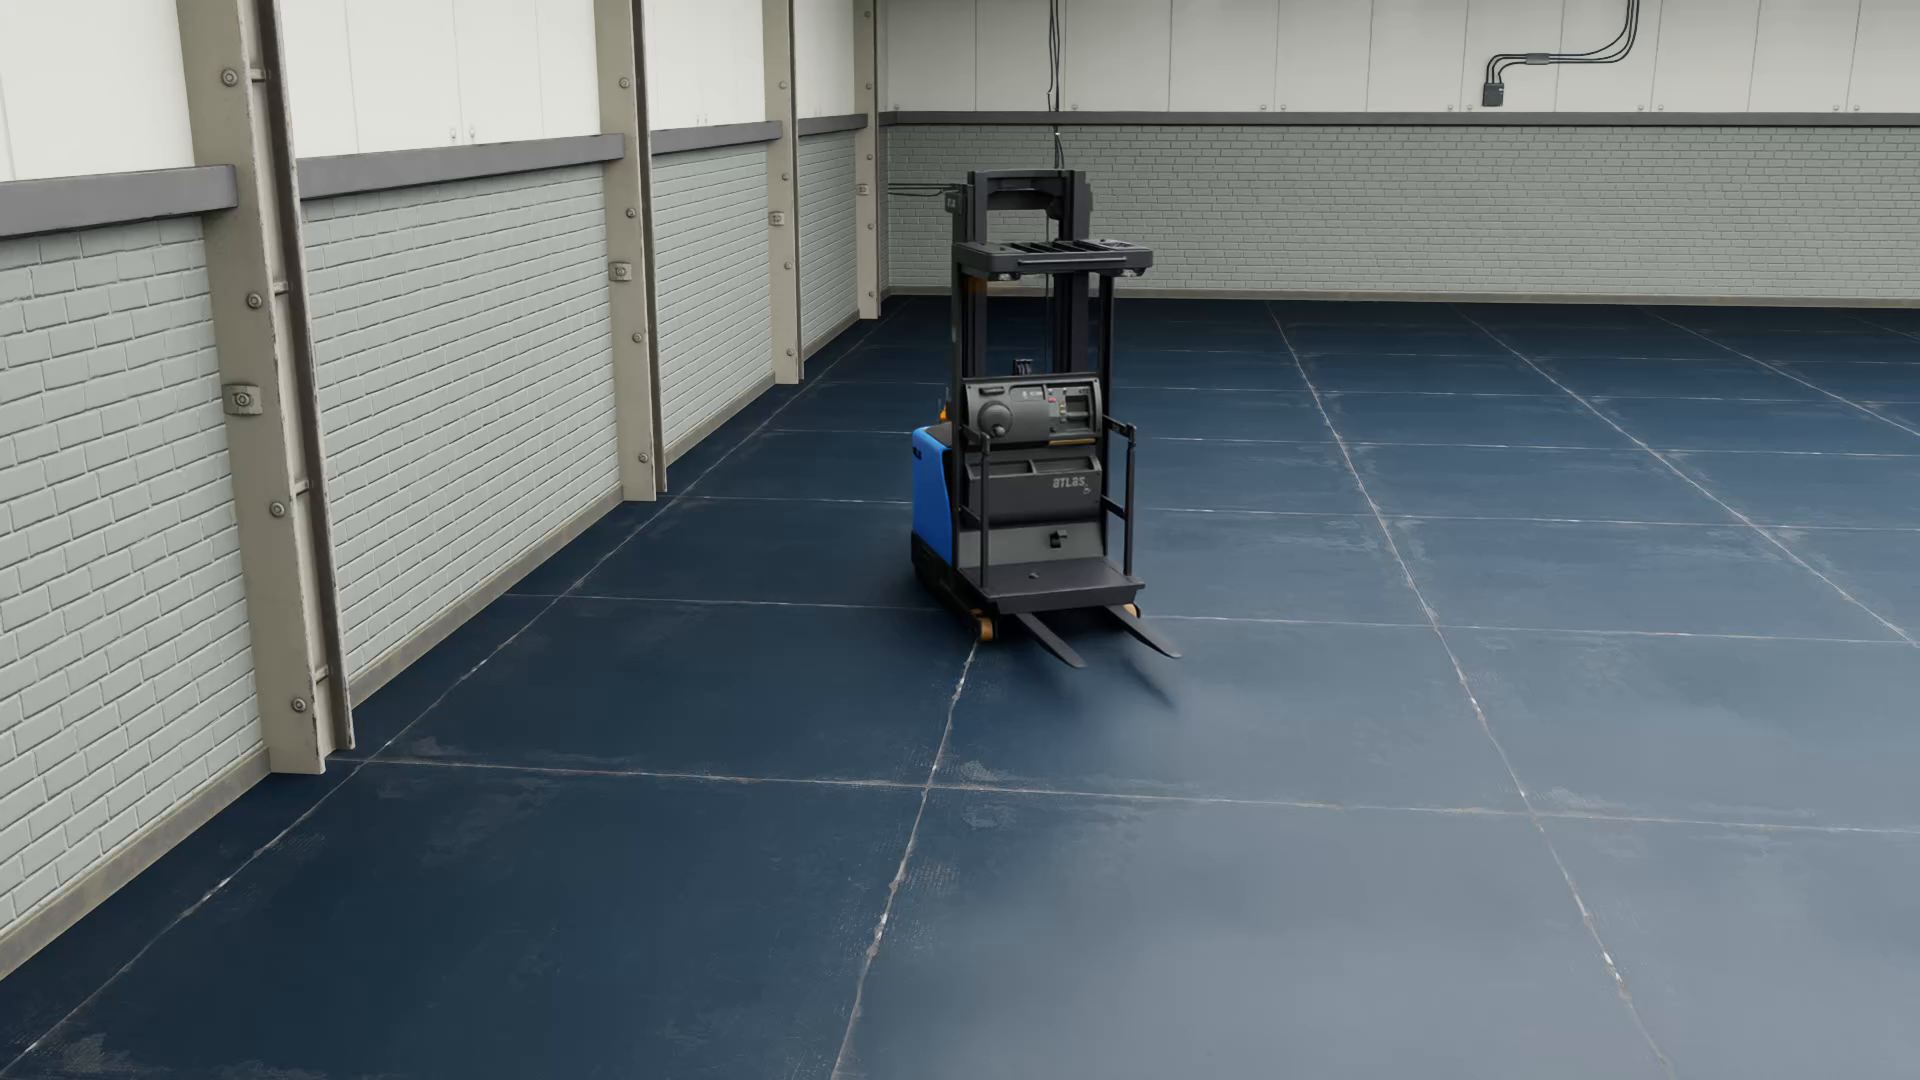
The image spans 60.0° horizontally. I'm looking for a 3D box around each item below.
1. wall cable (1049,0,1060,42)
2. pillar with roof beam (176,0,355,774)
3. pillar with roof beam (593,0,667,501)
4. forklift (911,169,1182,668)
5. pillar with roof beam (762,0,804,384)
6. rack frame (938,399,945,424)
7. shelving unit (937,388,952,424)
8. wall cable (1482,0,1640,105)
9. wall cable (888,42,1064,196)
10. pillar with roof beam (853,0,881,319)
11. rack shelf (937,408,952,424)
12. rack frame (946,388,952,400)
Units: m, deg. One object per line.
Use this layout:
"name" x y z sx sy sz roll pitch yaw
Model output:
"wall cable" 2.909 -9.433 27.082 3.097 2.526 0.112 2 15 6
"pillar with roof beam" 0.821 -3.053 7.215 9.100 9.000 0.400 2 15 6
"pillar with roof beam" 1.498 -4.610 12.970 9.100 9.000 0.400 2 15 6
"forklift" 0.551 -0.869 10.759 1.130 2.935 3.031 -4 16 -16
"pillar with roof beam" 2.175 -6.166 18.725 9.100 9.000 0.400 2 15 6
"rack frame" -0.046 -0.473 12.613 0.240 1.200 0.015 2 15 6
"shelving unit" -0.019 -0.536 12.847 0.258 1.200 0.503 2 15 6
"wall cable" 9.652 -9.932 26.137 2.305 6.003 0.169 2 15 6
"wall cable" 0.221 -7.075 28.036 3.097 2.526 0.112 2 15 6
"pillar with roof beam" 2.852 -7.722 24.480 9.100 9.000 0.400 2 15 6
"rack shelf" -0.019 -0.916 12.744 0.258 0.148 0.480 2 15 6
"rack frame" 0.009 -0.600 13.081 0.240 1.200 0.015 2 15 6
